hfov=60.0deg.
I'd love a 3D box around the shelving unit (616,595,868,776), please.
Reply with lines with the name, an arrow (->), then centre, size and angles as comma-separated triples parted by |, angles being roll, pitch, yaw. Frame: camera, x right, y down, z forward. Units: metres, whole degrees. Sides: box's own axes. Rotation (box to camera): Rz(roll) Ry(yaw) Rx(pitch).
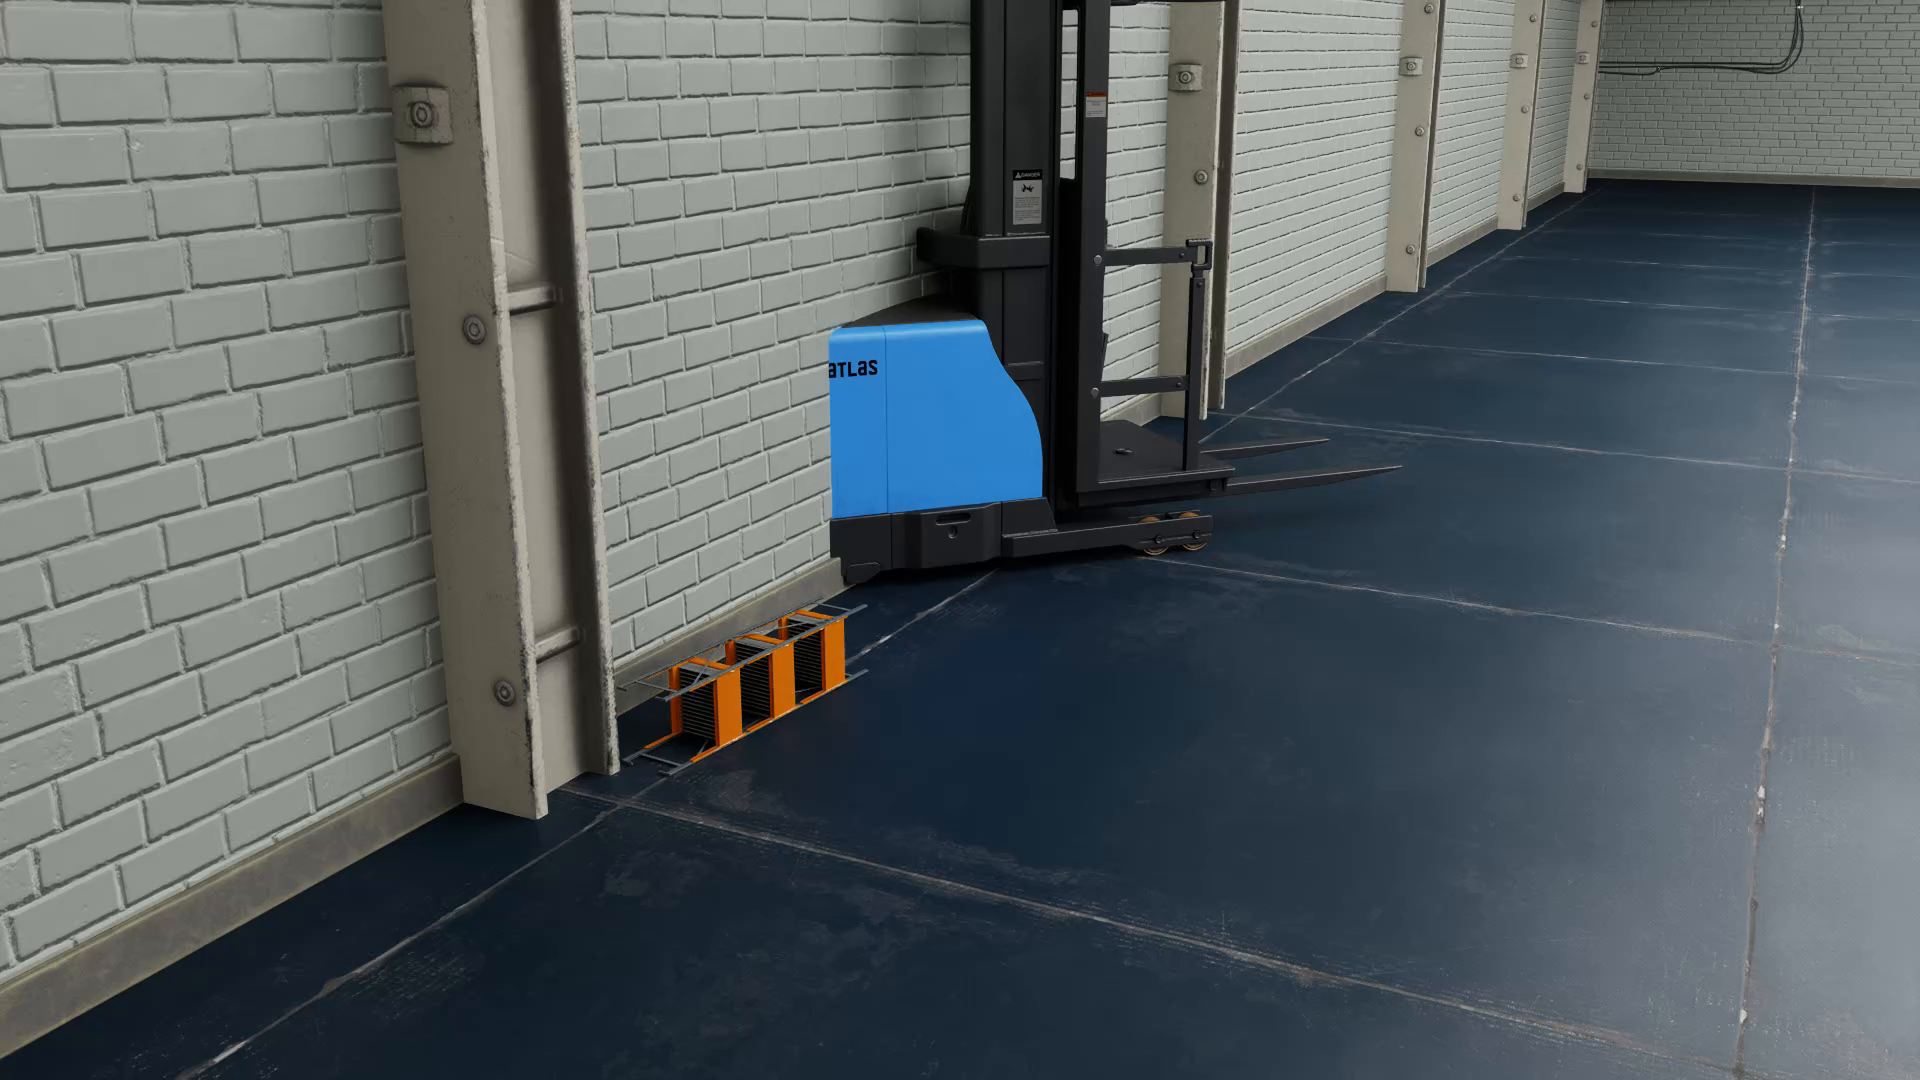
shelving unit -> -0.692, 0.460, 5.521 | 0.215, 0.252, 1.050 | 10, 19, 31

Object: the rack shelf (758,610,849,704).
rack shelf -> -0.546, 0.395, 5.743 | 0.215, 0.240, 0.259 | 10, 19, 31

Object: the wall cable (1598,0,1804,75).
wall cable -> 11.951, -8.782, 26.740 | 3.097, 2.526, 0.112 | 8, 18, 25

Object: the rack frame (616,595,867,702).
rack frame -> -0.692, 0.343, 5.486 | 0.200, 0.008, 1.050 | 10, 19, 31

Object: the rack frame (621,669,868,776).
rack frame -> -0.692, 0.577, 5.556 | 0.200, 0.008, 1.050 | 10, 19, 31

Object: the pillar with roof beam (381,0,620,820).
pillar with roof beam -> 2.579, -3.027, 1.912 | 9.100, 9.000, 0.400 | 8, 18, 25

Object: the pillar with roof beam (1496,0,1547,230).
pillar with roof beam -> 10.622, -7.612, 17.348 | 9.100, 9.000, 0.400 | 8, 18, 25

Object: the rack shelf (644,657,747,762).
rack shelf -> -0.846, 0.530, 5.287 | 0.215, 0.240, 0.259 | 10, 19, 31

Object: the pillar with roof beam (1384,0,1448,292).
pillar with roof beam -> 7.941, -6.084, 12.203 | 9.100, 9.000, 0.400 | 8, 18, 25

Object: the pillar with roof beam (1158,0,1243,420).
pillar with roof beam -> 5.260, -4.556, 7.057 | 9.100, 9.000, 0.400 | 8, 18, 25

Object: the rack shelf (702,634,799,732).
rack shelf -> -0.697, 0.463, 5.512 | 0.215, 0.240, 0.259 | 10, 19, 31

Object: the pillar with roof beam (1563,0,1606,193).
pillar with roof beam -> 13.303, -9.140, 22.494 | 9.100, 9.000, 0.400 | 8, 18, 25

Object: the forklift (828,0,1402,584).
forklift -> 0.580, -1.471, 7.328 | 3.031, 2.935, 1.130 | -6, 18, -21
